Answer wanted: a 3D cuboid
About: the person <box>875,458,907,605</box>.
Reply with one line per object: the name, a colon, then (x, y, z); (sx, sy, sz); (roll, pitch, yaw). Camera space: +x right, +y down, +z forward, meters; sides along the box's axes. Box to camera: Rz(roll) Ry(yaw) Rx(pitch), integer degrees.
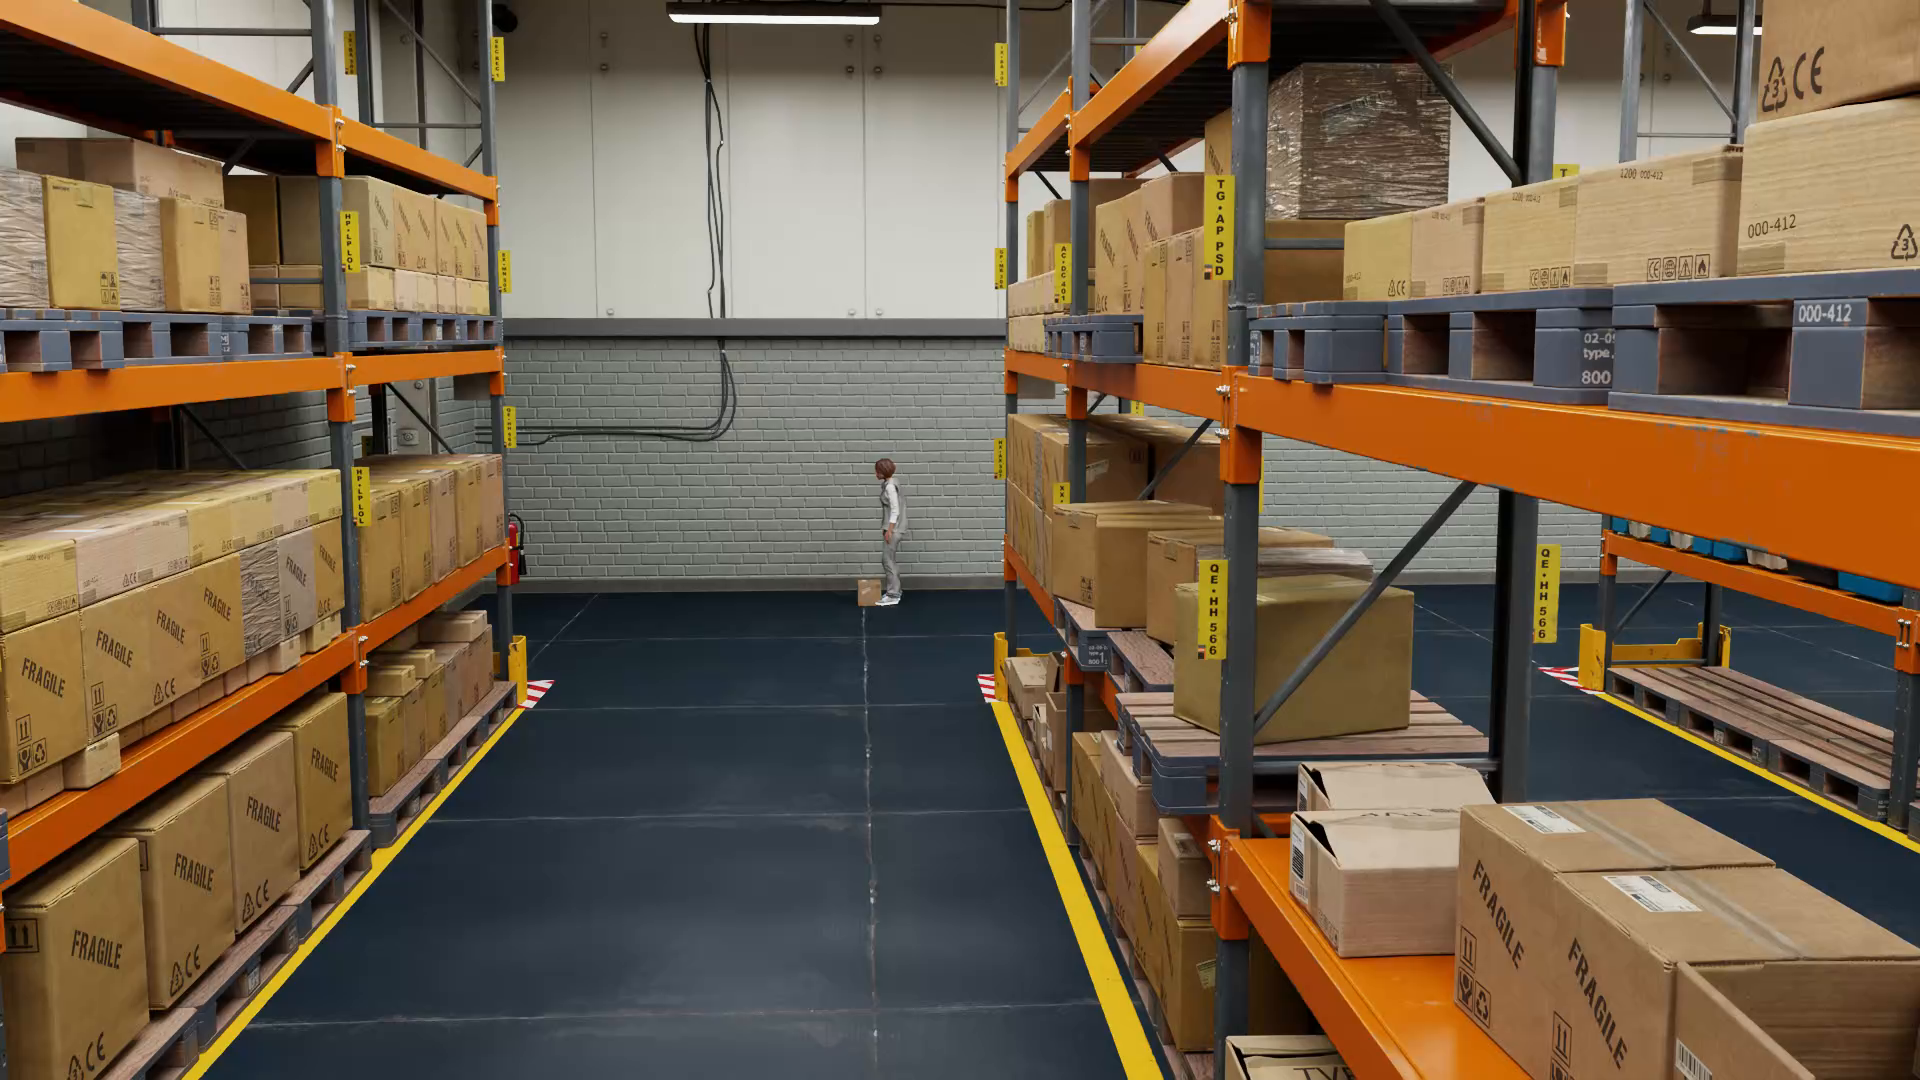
person: (-0.762, -0.094, 18.065); (0.367, 1.592, 0.477); (-1, 7, -5)
